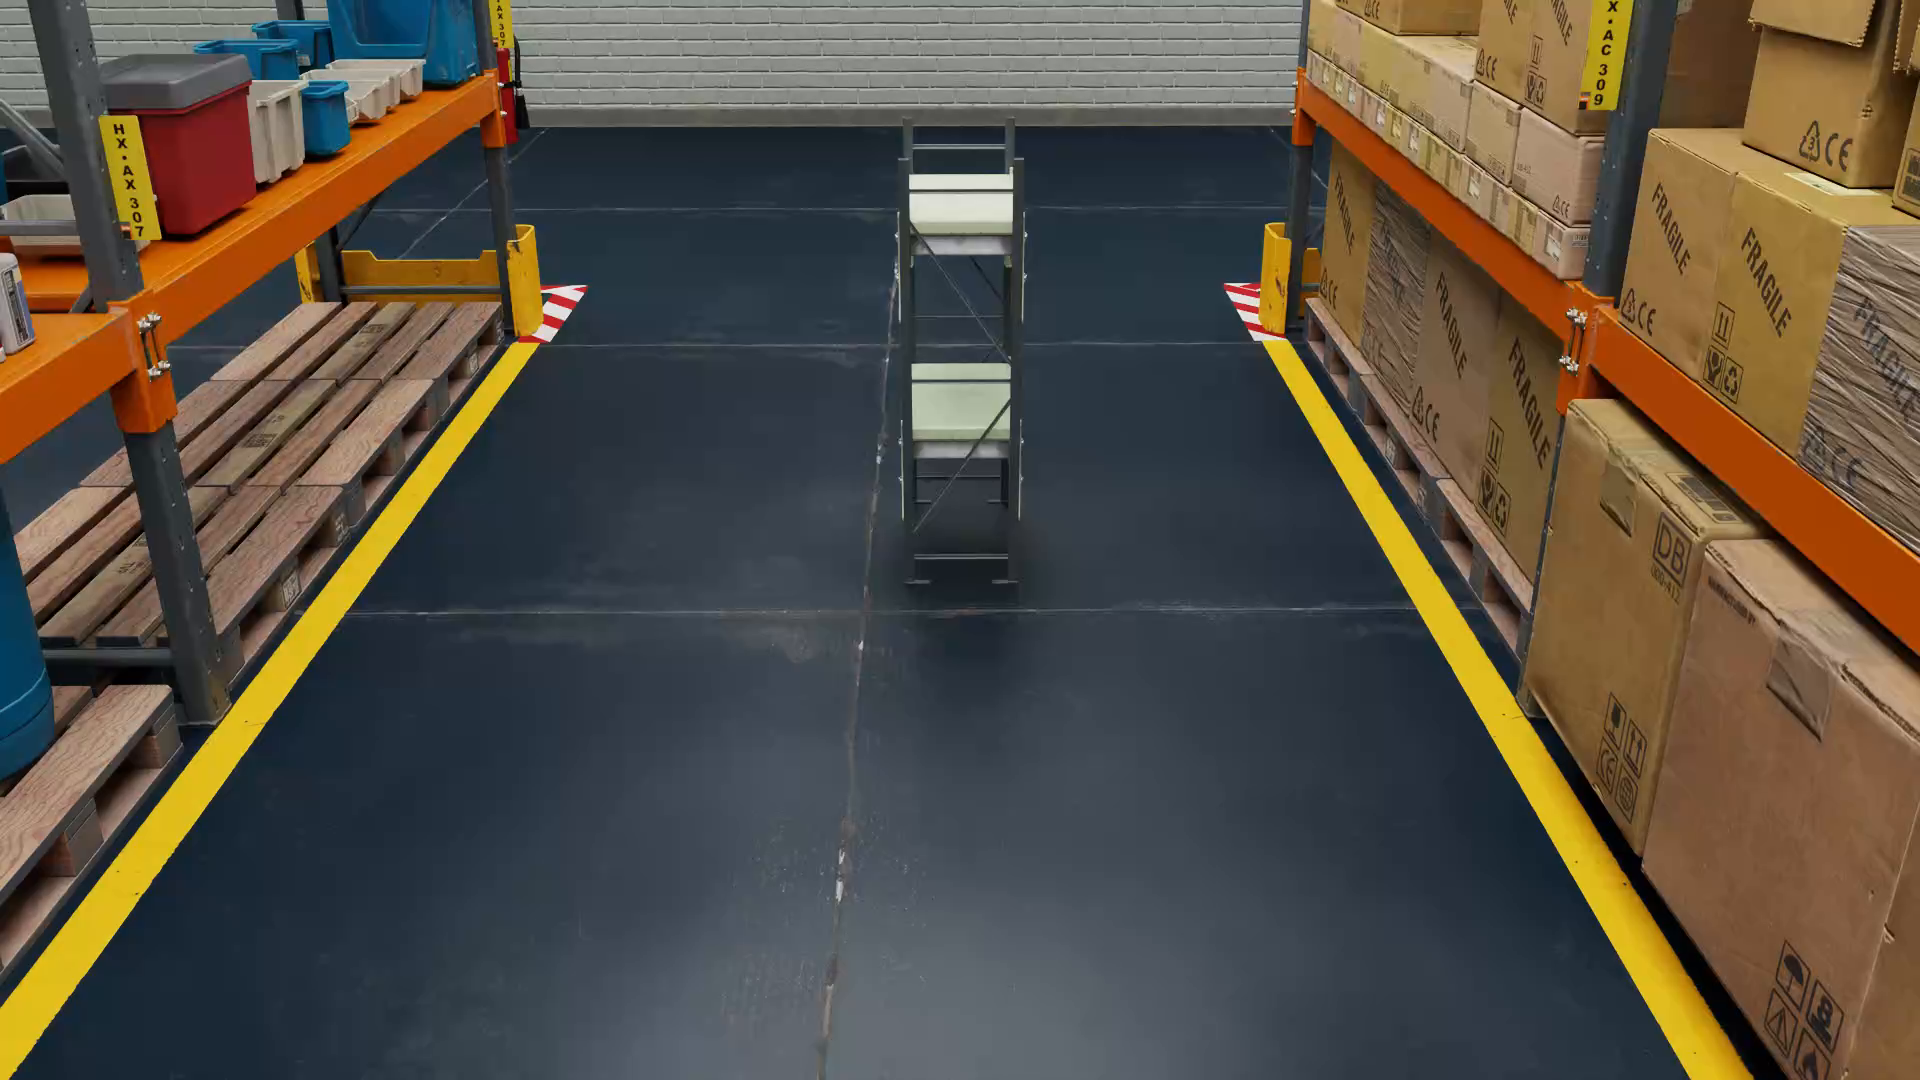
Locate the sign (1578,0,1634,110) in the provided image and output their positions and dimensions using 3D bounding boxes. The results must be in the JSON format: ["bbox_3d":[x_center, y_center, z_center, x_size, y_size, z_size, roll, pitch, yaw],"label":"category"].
[{"bbox_3d":[1.664,-1.273,4.278,0.100,0.325,0.005,0,24,-1],"label":"sign"}]

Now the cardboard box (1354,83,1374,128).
[{"bbox_3d":[1.862,-1.808,6.913,0.380,0.149,0.250,-1,24,-2],"label":"cardboard box"}]

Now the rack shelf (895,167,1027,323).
[{"bbox_3d":[0.000,-1.036,5.774,0.431,0.370,0.720,0,24,-1],"label":"rack shelf"}]

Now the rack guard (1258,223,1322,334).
[{"bbox_3d":[2.175,-1.365,8.661,1.175,0.500,0.348,0,24,-1],"label":"rack guard"}]

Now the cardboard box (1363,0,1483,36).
[{"bbox_3d":[1.927,-2.284,6.571,0.500,0.500,0.500,-1,24,-2],"label":"cardboard box"}]

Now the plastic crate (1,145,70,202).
[{"bbox_3d":[-3.015,-1.185,5.492,0.437,0.125,0.590,0,24,-1],"label":"plastic crate"}]

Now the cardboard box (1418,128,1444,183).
[{"bbox_3d":[1.873,-1.385,5.977,0.380,0.149,0.250,-1,24,-1],"label":"cardboard box"}]

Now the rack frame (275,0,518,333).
[{"bbox_3d":[-2.778,-2.472,8.075,1.000,3.000,0.127,0,24,-1],"label":"rack frame"}]

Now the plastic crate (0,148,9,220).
[{"bbox_3d":[-3.080,-1.034,4.843,0.392,0.384,0.575,0,24,-1],"label":"plastic crate"}]

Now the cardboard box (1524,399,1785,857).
[{"bbox_3d":[2.246,0.195,4.248,1.225,0.875,0.875,0,24,0],"label":"cardboard box"}]

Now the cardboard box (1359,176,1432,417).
[{"bbox_3d":[2.272,-1.079,7.064,0.875,0.875,0.875,0,24,-1],"label":"cardboard box"}]

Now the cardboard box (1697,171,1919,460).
[{"bbox_3d":[1.980,-0.493,3.579,0.500,0.500,0.500,0,24,0],"label":"cardboard box"}]

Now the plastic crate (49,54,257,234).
[{"bbox_3d":[-2.493,-1.249,5.221,0.402,0.464,0.583,0,24,-1],"label":"plastic crate"}]

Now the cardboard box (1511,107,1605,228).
[{"bbox_3d":[1.951,-1.093,4.849,0.500,0.250,0.500,-1,24,-2],"label":"cardboard box"}]

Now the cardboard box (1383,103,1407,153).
[{"bbox_3d":[1.867,-1.598,6.447,0.380,0.149,0.250,-1,24,-2],"label":"cardboard box"}]

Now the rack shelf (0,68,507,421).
[{"bbox_3d":[-2.756,-1.320,6.401,1.077,0.370,4.000,0,24,-1],"label":"rack shelf"}]

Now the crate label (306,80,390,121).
[{"bbox_3d":[-2.571,-1.809,6.858,0.396,0.136,0.243,0,24,-1],"label":"crate label"}]

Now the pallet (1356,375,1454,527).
[{"bbox_3d":[2.272,-0.393,6.862,1.003,0.211,1.213,0,24,-1],"label":"pallet"}]

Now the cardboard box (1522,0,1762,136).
[{"bbox_3d":[1.946,-1.443,4.711,0.500,0.500,0.500,0,24,1],"label":"cardboard box"}]

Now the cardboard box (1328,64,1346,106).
[{"bbox_3d":[1.856,-2.020,7.382,0.380,0.149,0.250,-1,24,-2],"label":"cardboard box"}]

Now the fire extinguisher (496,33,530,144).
[{"bbox_3d":[-2.325,-2.331,8.309,0.296,0.674,0.183,0,24,-1],"label":"fire extinguisher"}]

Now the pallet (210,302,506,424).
[{"bbox_3d":[-2.807,-0.861,7.897,1.003,0.211,1.213,0,24,-1],"label":"pallet"}]

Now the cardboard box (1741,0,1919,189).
[{"bbox_3d":[2.234,-1.085,3.670,0.797,0.503,0.637,-1,24,-2],"label":"cardboard box"}]

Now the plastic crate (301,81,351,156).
[{"bbox_3d":[-2.499,-1.577,6.228,0.416,0.233,0.300,0,24,-1],"label":"plastic crate"}]

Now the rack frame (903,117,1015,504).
[{"bbox_3d":[-0.004,-0.831,6.268,0.400,1.500,0.023,0,24,-1],"label":"rack frame"}]

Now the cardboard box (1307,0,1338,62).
[{"bbox_3d":[1.910,-2.362,7.653,0.500,0.250,0.500,-1,24,-2],"label":"cardboard box"}]

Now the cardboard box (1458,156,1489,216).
[{"bbox_3d":[1.879,-1.173,5.509,0.380,0.149,0.250,0,24,0],"label":"cardboard box"}]

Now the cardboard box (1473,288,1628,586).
[{"bbox_3d":[2.292,-0.341,5.433,0.875,0.875,0.875,0,24,-1],"label":"cardboard box"}]

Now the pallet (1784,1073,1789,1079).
[{"bbox_3d":[2.319,1.247,3.238,1.003,0.211,1.213,0,24,-1],"label":"pallet"}]

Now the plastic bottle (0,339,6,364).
[{"bbox_3d":[-2.378,-0.524,4.010,0.097,0.201,0.097,0,24,0],"label":"plastic bottle"}]

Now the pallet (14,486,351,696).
[{"bbox_3d":[-2.781,0.144,5.674,1.003,0.211,1.213,0,24,-1],"label":"pallet"}]

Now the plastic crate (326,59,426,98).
[{"bbox_3d":[-2.588,-2.043,7.375,0.396,0.136,0.243,0,24,-1],"label":"plastic crate"}]

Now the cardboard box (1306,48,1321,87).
[{"bbox_3d":[1.849,-2.232,7.849,0.380,0.149,0.250,0,24,0],"label":"cardboard box"}]

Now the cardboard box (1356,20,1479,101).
[{"bbox_3d":[1.925,-1.941,6.722,0.500,0.250,0.500,-1,24,-2],"label":"cardboard box"}]

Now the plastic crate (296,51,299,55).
[{"bbox_3d":[-3.183,-2.143,7.595,0.250,0.136,0.298,0,24,-1],"label":"plastic crate"}]

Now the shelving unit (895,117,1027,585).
[{"bbox_3d":[0.000,-0.681,5.935,0.431,1.500,0.755,0,24,-1],"label":"shelving unit"}]

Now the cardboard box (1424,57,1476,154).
[{"bbox_3d":[1.938,-1.517,5.785,0.500,0.250,0.500,0,24,1],"label":"cardboard box"}]

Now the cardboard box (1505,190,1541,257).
[{"bbox_3d":[1.885,-0.962,5.041,0.380,0.149,0.250,0,24,0],"label":"cardboard box"}]

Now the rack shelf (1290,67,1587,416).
[{"bbox_3d":[2.197,-1.342,6.450,1.077,0.370,4.000,0,24,-1],"label":"rack shelf"}]

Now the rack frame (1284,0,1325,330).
[{"bbox_3d":[2.175,-2.494,8.124,1.000,3.000,0.127,0,24,-1],"label":"rack frame"}]
